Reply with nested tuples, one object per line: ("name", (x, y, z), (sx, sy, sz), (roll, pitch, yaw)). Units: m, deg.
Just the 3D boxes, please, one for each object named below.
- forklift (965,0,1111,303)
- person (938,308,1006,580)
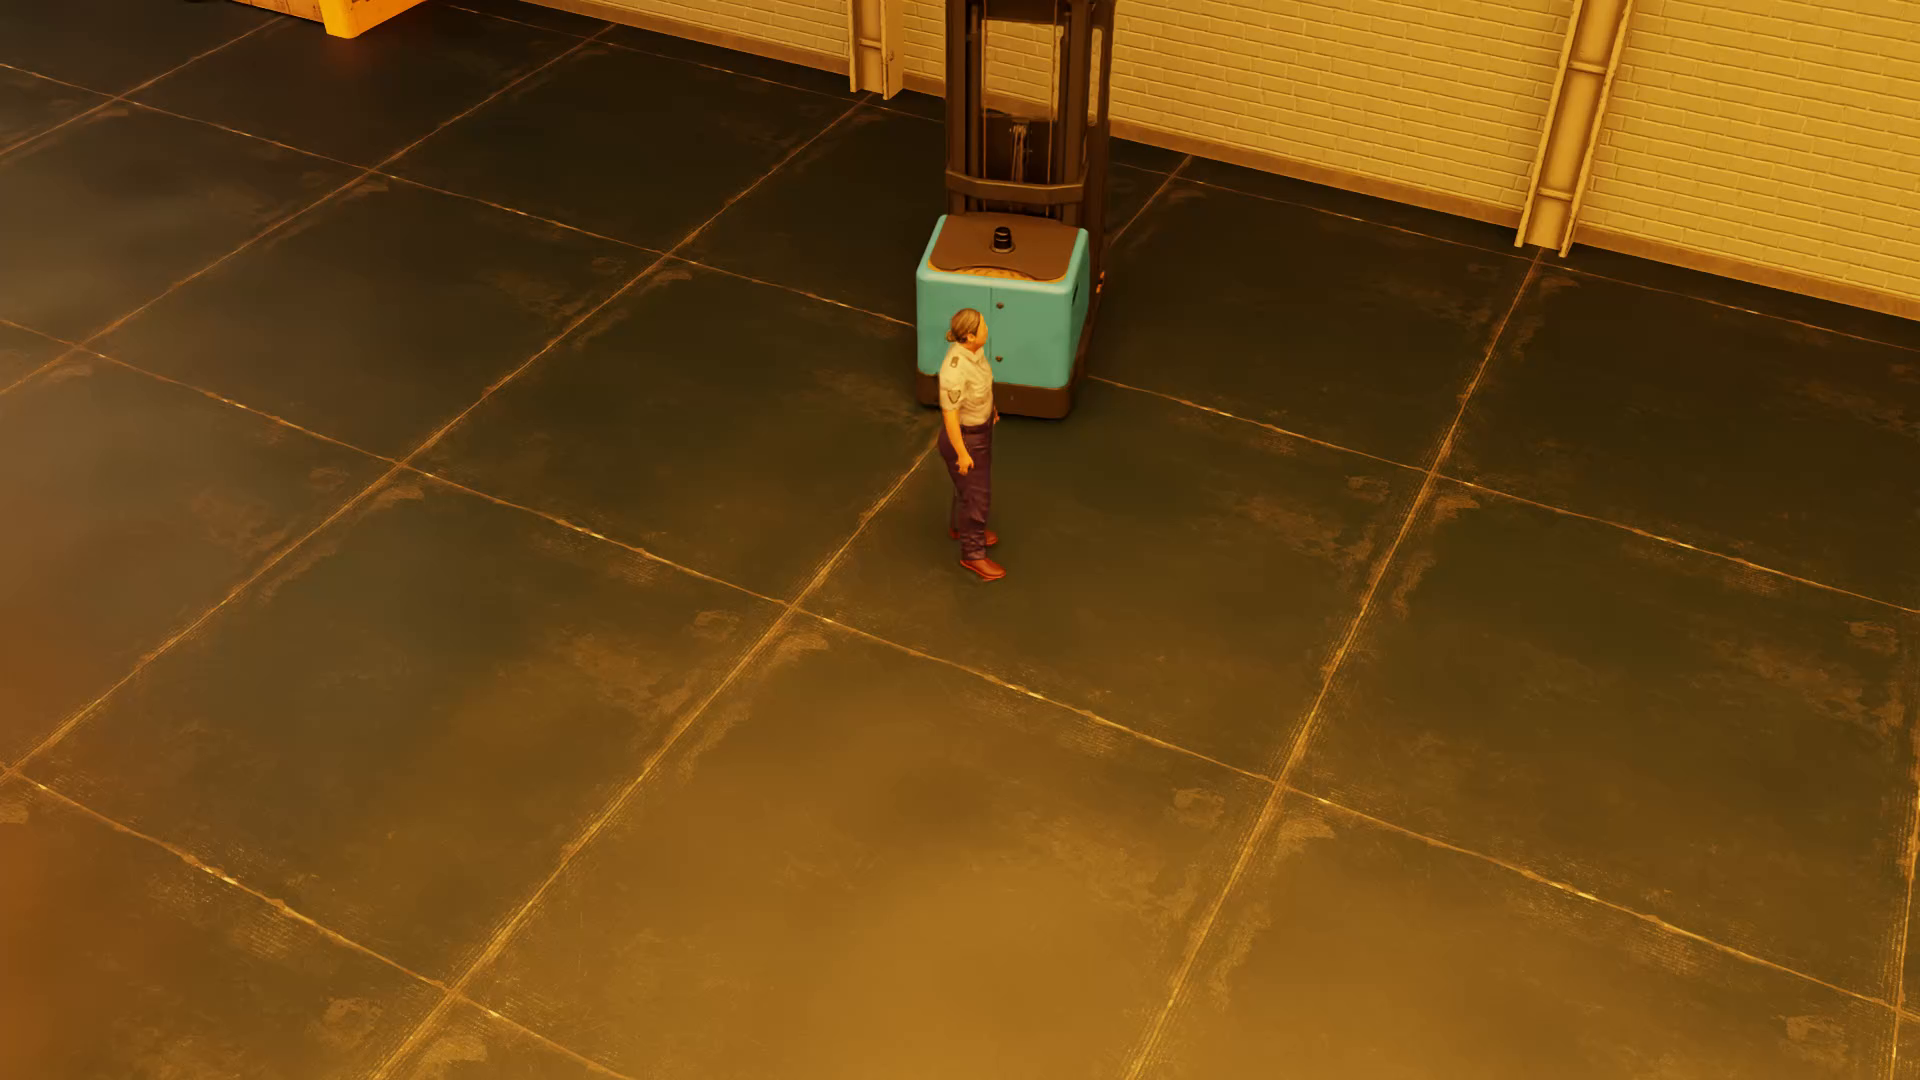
("forklift", (0.500, -2.885, 11.412), (1.121, 2.935, 3.031), (7, 41, 9))
("person", (0.097, -0.609, 9.711), (0.438, 1.649, 0.647), (5, 40, 6))
